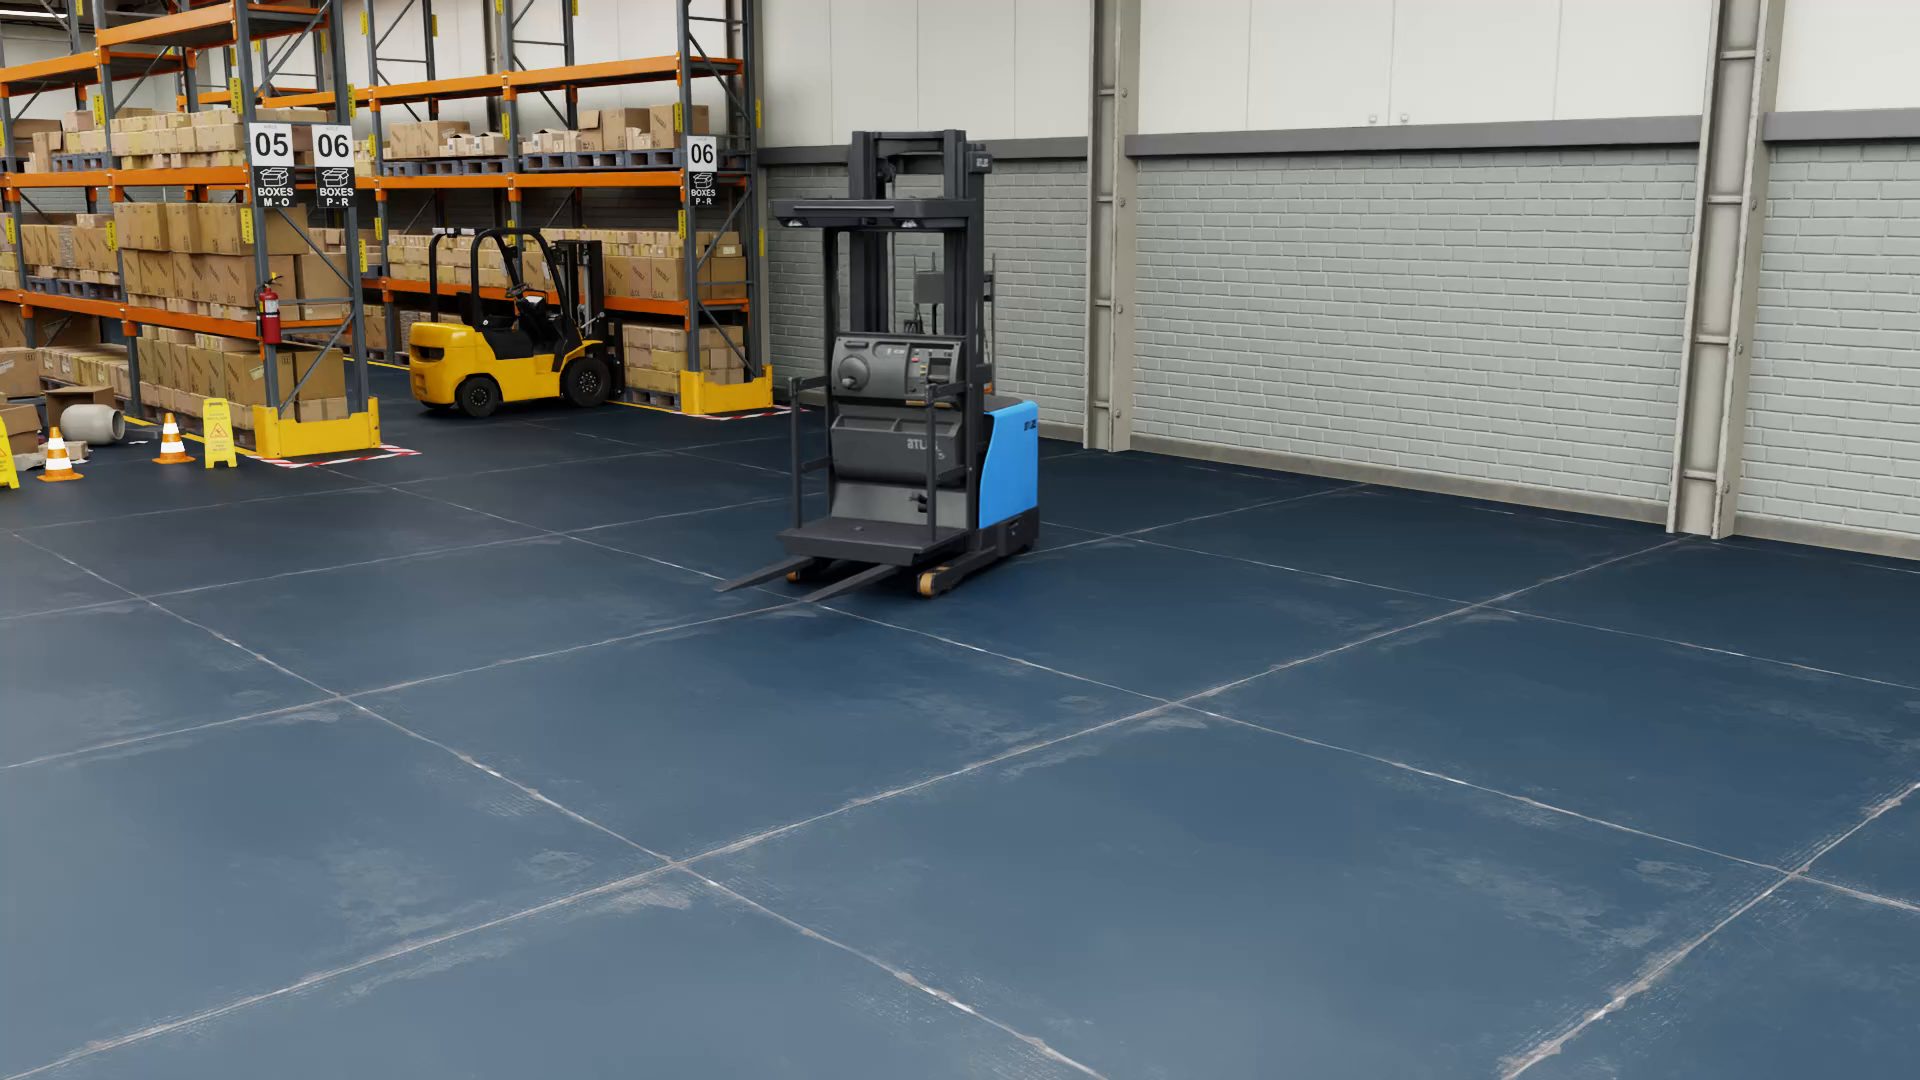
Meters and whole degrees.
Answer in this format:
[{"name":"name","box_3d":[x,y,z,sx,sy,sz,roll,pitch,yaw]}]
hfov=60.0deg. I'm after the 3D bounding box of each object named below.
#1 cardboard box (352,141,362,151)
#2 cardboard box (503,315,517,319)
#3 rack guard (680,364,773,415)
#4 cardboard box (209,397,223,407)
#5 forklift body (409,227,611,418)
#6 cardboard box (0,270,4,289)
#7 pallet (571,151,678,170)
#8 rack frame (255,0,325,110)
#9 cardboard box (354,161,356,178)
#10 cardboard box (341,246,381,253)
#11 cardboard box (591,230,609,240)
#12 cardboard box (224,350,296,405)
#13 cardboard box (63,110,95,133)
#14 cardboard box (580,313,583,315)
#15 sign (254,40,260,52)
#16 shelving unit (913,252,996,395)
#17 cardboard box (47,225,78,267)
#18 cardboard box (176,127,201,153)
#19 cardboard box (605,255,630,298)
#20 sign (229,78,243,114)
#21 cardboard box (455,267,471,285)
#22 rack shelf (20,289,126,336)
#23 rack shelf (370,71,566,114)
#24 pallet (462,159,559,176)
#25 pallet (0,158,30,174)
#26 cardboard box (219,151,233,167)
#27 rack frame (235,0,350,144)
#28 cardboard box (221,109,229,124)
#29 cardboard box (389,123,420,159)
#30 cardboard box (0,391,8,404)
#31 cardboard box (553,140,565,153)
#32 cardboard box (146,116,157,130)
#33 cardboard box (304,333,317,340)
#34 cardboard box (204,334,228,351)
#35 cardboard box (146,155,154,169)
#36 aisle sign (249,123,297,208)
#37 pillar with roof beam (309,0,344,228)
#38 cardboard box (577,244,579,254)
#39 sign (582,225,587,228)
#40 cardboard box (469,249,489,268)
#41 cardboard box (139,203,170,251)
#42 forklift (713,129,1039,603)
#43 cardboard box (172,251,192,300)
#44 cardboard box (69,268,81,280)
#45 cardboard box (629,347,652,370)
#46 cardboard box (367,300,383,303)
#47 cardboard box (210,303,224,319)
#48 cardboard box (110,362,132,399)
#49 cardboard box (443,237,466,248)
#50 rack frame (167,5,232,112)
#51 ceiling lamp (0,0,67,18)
[{"name":"cardboard box","box_3d":[-9.117,-6.046,25.538,0.250,0.149,0.380,11,16,43]},{"name":"cardboard box","box_3d":[-6.476,-2.864,23.722,0.875,0.625,0.625,-11,16,-43]},{"name":"rack guard","box_3d":[-2.798,-1.821,20.009,1.175,0.500,0.348,-11,16,-43]},{"name":"cardboard box","box_3d":[-7.507,-1.372,17.412,0.500,0.250,0.500,-11,16,-42]},{"name":"forklift body","box_3d":[-5.444,-2.655,19.969,2.313,2.155,1.214,-11,16,-43]},{"name":"cardboard box","box_3d":[-12.828,-3.560,22.630,0.500,0.250,0.500,-11,16,-42]},{"name":"pallet","box_3d":[-4.131,-4.759,20.863,1.003,0.211,1.213,-11,16,-43]},{"name":"rack frame","box_3d":[-11.102,-7.738,27.669,1.000,3.000,0.127,-11,16,-43]},{"name":"cardboard box","box_3d":[-9.217,-5.726,25.708,0.500,0.250,0.500,-11,16,-42]},{"name":"cardboard box","box_3d":[-9.302,-4.457,25.942,0.500,0.250,0.500,11,16,42]},{"name":"cardboard box","box_3d":[-4.440,-3.846,21.052,0.380,0.149,0.250,-11,16,-42]},{"name":"cardboard box","box_3d":[-7.144,-1.663,16.965,0.500,0.500,0.500,-11,16,-42]},{"name":"cardboard box","box_3d":[-10.378,-4.999,19.900,0.500,0.250,0.500,-11,16,-42]},{"name":"cardboard box","box_3d":[-5.098,-2.936,22.524,0.500,0.250,0.500,-10,16,-41]},{"name":"sign","box_3d":[-11.507,-8.161,27.213,0.100,0.325,0.005,-11,16,-43]},{"name":"shelving unit","box_3d":[-0.038,-1.102,12.555,0.503,2.100,0.431,4,12,20]},{"name":"cardboard box","box_3d":[-11.047,-3.674,20.787,0.500,0.500,0.500,-11,16,-42]},{"name":"cardboard box","box_3d":[-7.659,-4.083,16.998,0.500,0.250,0.500,-10,16,-41]},{"name":"cardboard box","box_3d":[-4.051,-3.284,20.672,0.500,0.500,0.500,-11,16,-44]},{"name":"sign","box_3d":[-6.818,-4.185,15.661,0.100,0.325,0.005,-11,16,-43]},{"name":"cardboard box","box_3d":[-6.787,-3.745,23.528,0.500,0.250,0.500,-11,16,-42]},{"name":"rack shelf","box_3d":[-10.546,-2.879,20.737,1.077,0.370,4.000,-11,16,-43]},{"name":"rack shelf","box_3d":[-6.959,-6.314,23.532,1.077,0.370,4.000,-11,16,-43]},{"name":"pallet","box_3d":[-6.196,-5.135,22.940,1.217,0.209,0.805,11,16,43]},{"name":"pallet","box_3d":[-12.410,-4.987,22.218,1.213,0.211,1.003,-10,15,-40]},{"name":"cardboard box","box_3d":[-7.047,-3.747,16.354,0.380,0.149,0.250,-11,16,-42]},{"name":"rack frame","box_3d":[-6.403,-5.294,15.809,1.000,3.000,0.127,-11,16,-43]},{"name":"cardboard box","box_3d":[-7.000,-4.144,16.305,0.380,0.149,0.250,-11,16,-42]},{"name":"cardboard box","box_3d":[-8.016,-5.849,24.398,0.500,0.500,0.500,-11,16,-42]},{"name":"cardboard box","box_3d":[-10.098,-1.239,16.841,0.797,0.637,0.503,-11,16,-43]},{"name":"cardboard box","box_3d":[-4.956,-5.013,21.210,0.380,0.149,0.250,-10,15,-41]},{"name":"cardboard box","box_3d":[-8.437,-4.440,17.743,0.250,0.149,0.380,11,16,43]},{"name":"cardboard box","box_3d":[-10.556,-3.603,27.619,0.500,0.500,0.500,-11,16,-43]},{"name":"cardboard box","box_3d":[-7.618,-2.062,17.294,0.380,0.149,0.250,-11,16,-42]},{"name":"cardboard box","box_3d":[-8.591,-4.098,18.055,0.380,0.149,0.250,-10,15,-41]},{"name":"aisle sign","box_3d":[-6.569,-3.580,15.912,0.394,0.787,0.004,-11,16,-43]},{"name":"pillar with roof beam","box_3d":[-14.045,-7.365,25.860,9.100,9.000,0.400,-11,16,-43]},{"name":"cardboard box","box_3d":[-4.684,-3.725,21.202,0.250,0.149,0.380,11,16,43]},{"name":"sign","box_3d":[-5.177,-4.173,22.889,0.100,0.325,0.005,-11,16,-43]},{"name":"cardboard box","box_3d":[-6.462,-3.914,23.107,0.500,0.250,0.500,11,16,44]},{"name":"cardboard box","box_3d":[-8.354,-3.375,17.898,0.700,0.500,0.500,-11,16,-44]},{"name":"forklift","box_3d":[-0.515,-1.166,10.806,1.130,2.935,3.031,6,13,25]},{"name":"cardboard box","box_3d":[-7.998,-2.815,17.659,0.500,0.500,0.500,-11,16,-42]},{"name":"cardboard box","box_3d":[-10.756,-3.290,20.530,0.380,0.149,0.250,-10,15,-41]},{"name":"cardboard box","box_3d":[-3.716,-2.254,20.455,0.500,0.250,0.500,-11,16,-43]},{"name":"cardboard box","box_3d":[-9.406,-3.816,27.046,0.380,0.149,0.250,-11,16,-42]},{"name":"cardboard box","box_3d":[-7.432,-2.353,17.022,0.380,0.149,0.250,-11,16,-42]},{"name":"cardboard box","box_3d":[-9.529,-1.935,19.840,0.950,0.372,0.625,-11,16,-42]},{"name":"cardboard box","box_3d":[-7.117,-4.228,23.644,0.250,0.149,0.380,11,16,44]},{"name":"rack frame","box_3d":[-13.864,-8.322,30.503,1.000,3.000,0.127,-11,16,-43]},{"name":"ceiling lamp","box_3d":[-17.399,-11.247,30.238,2.000,3.185,0.800,-11,16,-43]}]
